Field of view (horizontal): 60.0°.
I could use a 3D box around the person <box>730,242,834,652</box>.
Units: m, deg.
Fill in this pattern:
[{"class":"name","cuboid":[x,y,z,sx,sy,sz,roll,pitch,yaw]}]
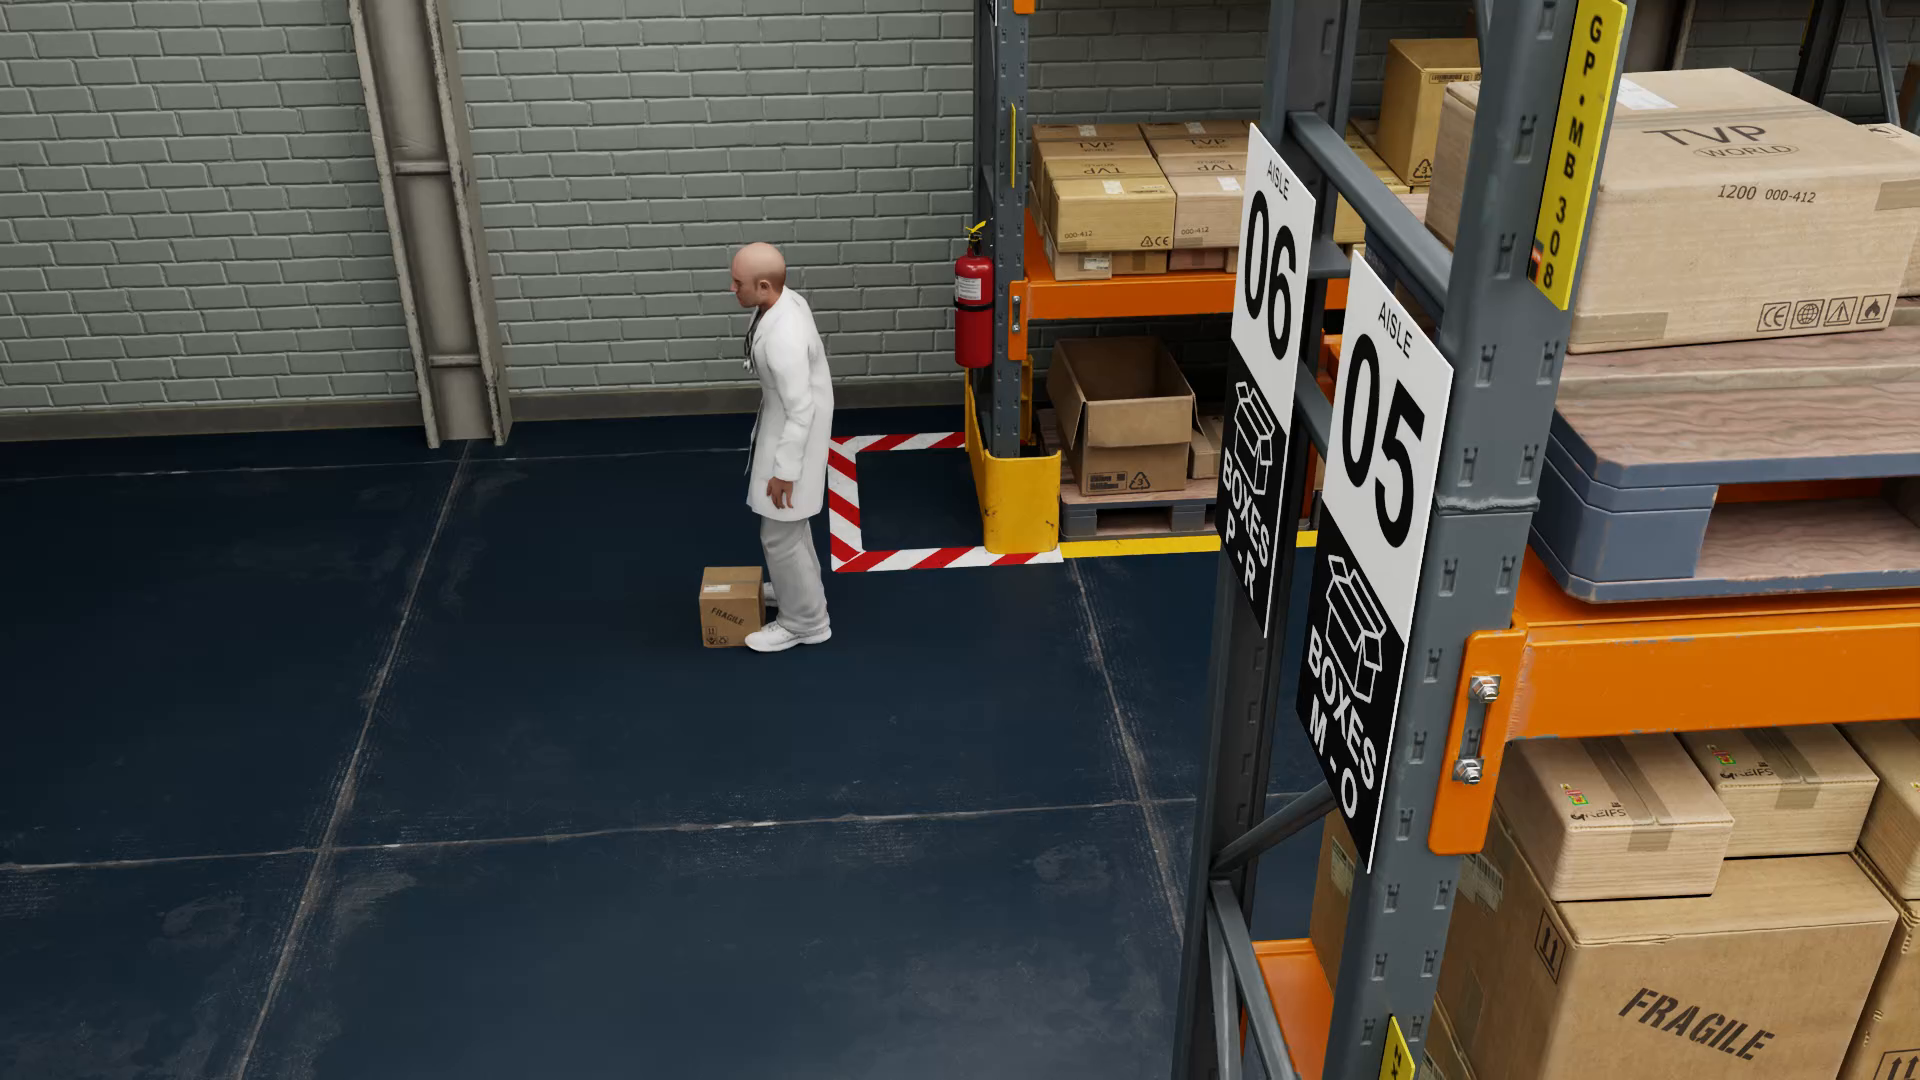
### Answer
[{"class":"person","cuboid":[-0.724,-0.378,6.785,0.429,1.772,0.648,-5,31,-8]}]
